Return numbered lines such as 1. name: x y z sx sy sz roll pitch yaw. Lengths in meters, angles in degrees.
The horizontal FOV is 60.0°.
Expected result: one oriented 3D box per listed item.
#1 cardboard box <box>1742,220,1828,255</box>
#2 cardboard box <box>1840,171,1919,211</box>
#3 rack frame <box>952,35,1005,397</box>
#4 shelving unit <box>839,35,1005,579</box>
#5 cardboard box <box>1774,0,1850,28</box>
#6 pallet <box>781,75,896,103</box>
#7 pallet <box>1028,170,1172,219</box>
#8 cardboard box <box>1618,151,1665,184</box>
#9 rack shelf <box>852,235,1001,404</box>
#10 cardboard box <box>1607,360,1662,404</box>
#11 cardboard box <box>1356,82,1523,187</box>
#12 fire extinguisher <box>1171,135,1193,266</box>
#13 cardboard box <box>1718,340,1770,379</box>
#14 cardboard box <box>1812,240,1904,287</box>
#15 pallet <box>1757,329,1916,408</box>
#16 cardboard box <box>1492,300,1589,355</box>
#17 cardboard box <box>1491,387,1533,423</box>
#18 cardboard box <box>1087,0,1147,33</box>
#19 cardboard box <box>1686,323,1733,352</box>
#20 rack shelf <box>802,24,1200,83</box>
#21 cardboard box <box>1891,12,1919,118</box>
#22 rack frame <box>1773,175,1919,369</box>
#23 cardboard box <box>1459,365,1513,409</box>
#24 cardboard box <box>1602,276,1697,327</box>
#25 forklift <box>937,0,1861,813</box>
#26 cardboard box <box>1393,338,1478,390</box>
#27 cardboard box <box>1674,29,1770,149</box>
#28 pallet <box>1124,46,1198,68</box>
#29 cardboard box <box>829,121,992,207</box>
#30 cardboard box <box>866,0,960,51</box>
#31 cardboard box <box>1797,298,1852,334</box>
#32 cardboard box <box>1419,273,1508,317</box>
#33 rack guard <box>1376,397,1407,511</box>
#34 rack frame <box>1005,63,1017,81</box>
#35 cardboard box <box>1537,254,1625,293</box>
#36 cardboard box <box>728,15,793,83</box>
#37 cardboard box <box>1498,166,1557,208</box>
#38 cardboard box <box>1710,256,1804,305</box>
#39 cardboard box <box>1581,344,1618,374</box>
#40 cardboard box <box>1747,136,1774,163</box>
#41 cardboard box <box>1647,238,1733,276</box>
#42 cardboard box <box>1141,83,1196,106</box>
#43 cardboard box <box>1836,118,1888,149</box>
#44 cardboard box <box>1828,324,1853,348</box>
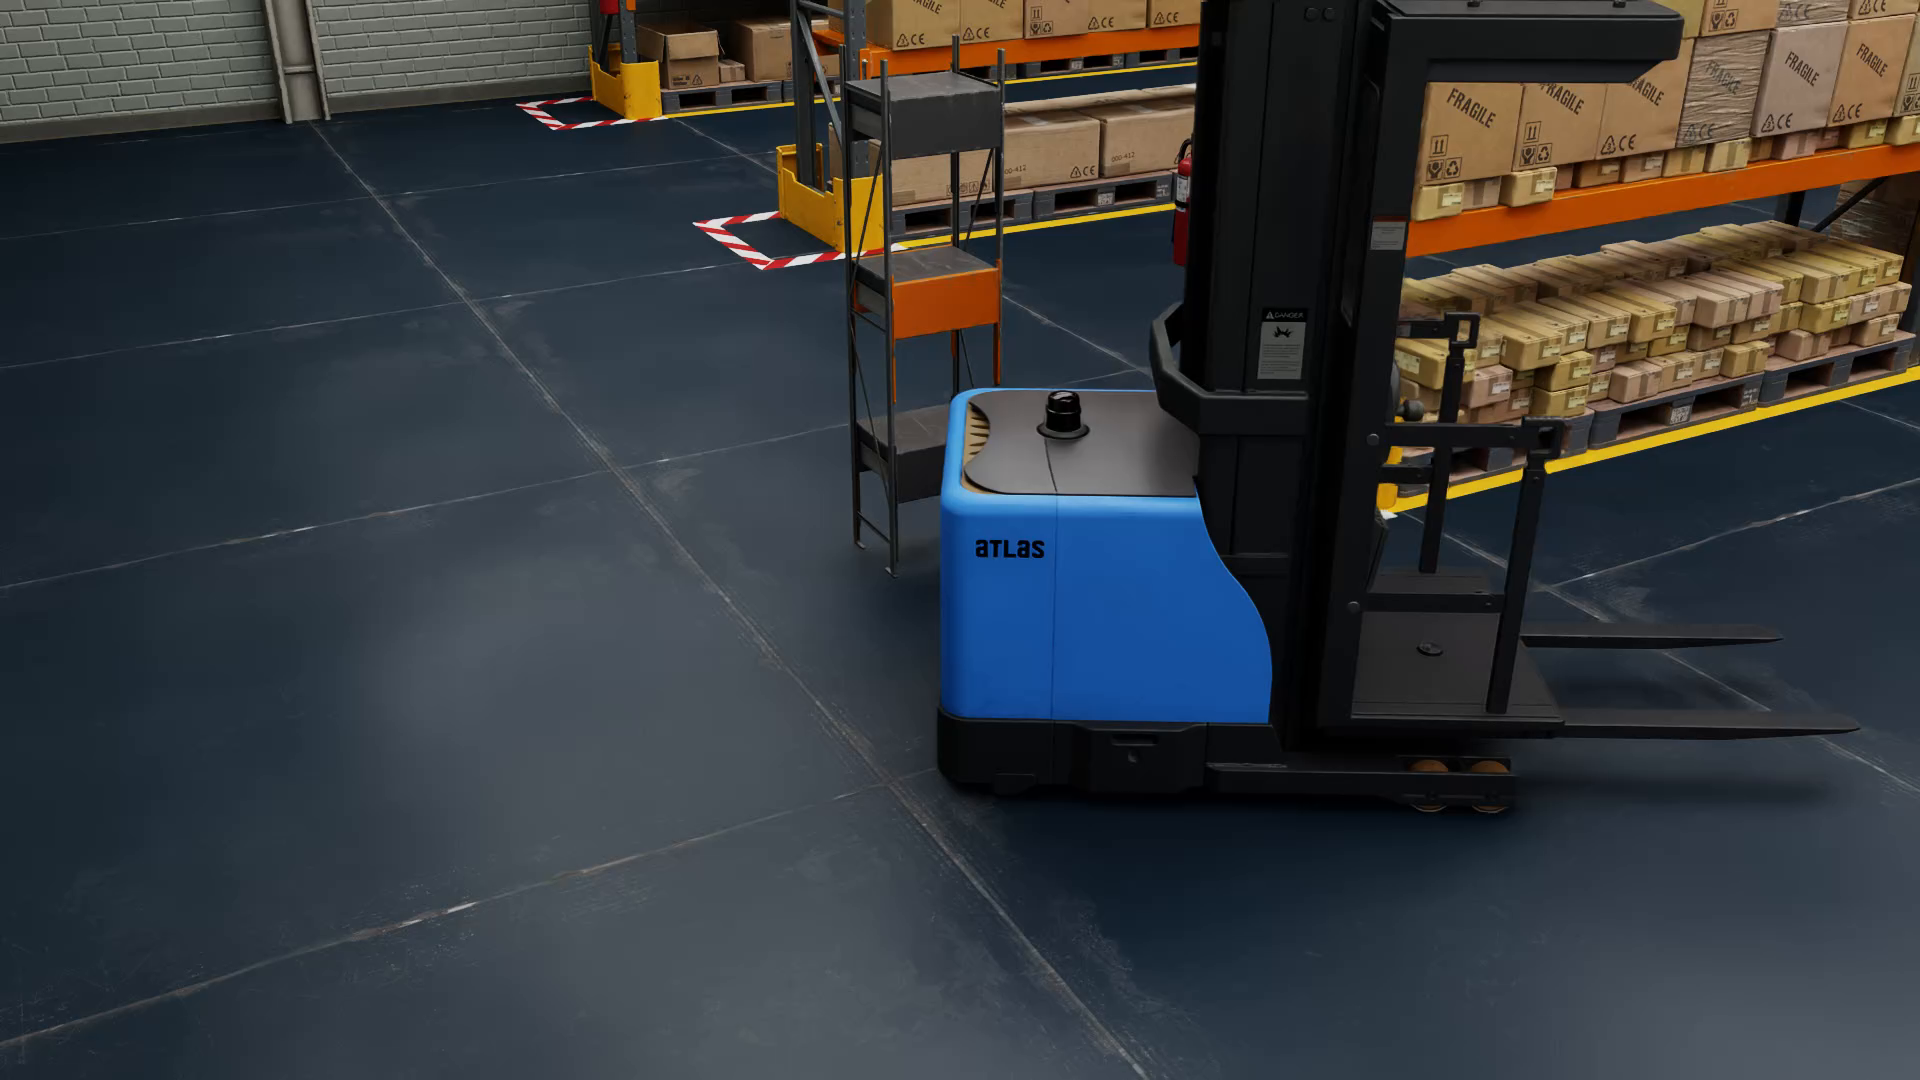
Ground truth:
1. cardboard box: 4.650 -1.681 9.406 0.250 0.149 0.380 -12 28 -23
2. cardboard box: 5.589 -2.148 9.795 0.500 0.250 0.500 -14 29 -26
3. rack frame: 0.069 -0.963 6.829 0.015 2.100 0.400 -13 29 -25
4. shelving unit: -0.146 -0.913 6.725 0.503 2.100 0.431 -13 29 -25
5. cardboard box: 3.852 -2.724 7.844 0.500 0.500 0.500 -12 28 -24
6. pallet: -1.391 -4.617 16.624 1.213 0.211 1.003 -13 29 -25
7. pallet: 0.847 -2.737 12.707 1.213 0.211 1.003 -13 29 -25
8. cardboard box: 3.075 -1.805 7.834 0.250 0.149 0.380 -14 29 -26
9. rack shelf: -0.146 -0.901 6.731 0.480 0.518 0.431 -13 29 -25
10. cardboard box: 3.261 -0.827 8.316 0.250 0.149 0.380 -15 29 -28
11. cardboard box: 2.048 -1.850 7.178 0.500 0.500 0.500 -12 28 -23
12. fire extinguisher: 1.082 -1.607 7.651 0.183 0.674 0.296 -13 29 -25
13. cardboard box: 3.952 -0.983 8.640 0.250 0.149 0.380 -13 29 -25
14. cardboard box: 4.860 -1.500 9.030 0.250 0.149 0.380 -12 28 -24
15. pallet: 4.475 -1.092 9.281 1.213 0.211 1.003 -13 29 -25
16. cardboard box: 2.793 -1.021 8.032 0.250 0.149 0.380 -15 29 -28
17. cardboard box: 2.543 -0.711 8.074 0.250 0.149 0.380 -13 28 -25
18. cardboard box: 0.986 -3.907 11.806 0.500 0.500 0.500 -12 28 -23
19. cardboard box: 3.733 -1.111 8.564 0.250 0.149 0.380 -14 29 -28
20. rack shelf: 0.868 -3.638 12.192 4.000 0.370 1.077 -13 29 -25
21. cardboard box: 4.757 -2.472 8.475 0.500 0.500 0.500 -13 29 -25
22. rack frame: 5.051 -2.500 8.990 0.127 3.000 1.000 -13 29 -25
23. cardboard box: 2.373 -0.766 7.845 0.250 0.149 0.380 -13 29 -25
24. cardboard box: 3.472 -1.198 8.400 0.250 0.149 0.380 -13 29 -25
25. forklift: 1.453 -0.669 5.257 3.031 2.935 1.130 1 26 2
26. cardboard box: 2.144 -0.834 7.643 0.250 0.149 0.380 -14 29 -27
27. cardboard box: 3.393 -2.170 7.844 0.500 0.500 0.500 -14 29 -26
28. pallet: 2.071 -5.438 18.332 1.213 0.211 1.003 -13 29 -25
29. cardboard box: -0.362 -2.762 12.011 0.875 0.438 0.875 -14 29 -27
30. cardboard box: -0.338 -3.588 11.142 0.500 0.500 0.500 -13 29 -25
31. cardboard box: 4.462 -1.231 8.813 0.250 0.149 0.380 -14 29 -27
32. cardboard box: 2.545 -1.221 8.448 0.250 0.149 0.380 -14 29 -27
33. rack guard: 1.589 -0.574 7.867 0.348 0.500 1.175 -13 29 -25
34. rack frame: 0.294 -6.264 16.832 0.127 3.000 1.000 -13 29 -25
35. cardboard box: 3.259 -1.372 8.764 0.250 0.149 0.380 -13 28 -25
36. cardboard box: -1.879 -4.760 16.101 0.500 0.500 0.700 -12 28 -23
37. cardboard box: 2.429 -1.614 7.437 0.250 0.149 0.380 -14 29 -27
38. cardboard box: 4.171 -1.356 8.731 0.250 0.149 0.380 -12 28 -23
39. cardboard box: 3.014 -0.951 8.230 0.250 0.149 0.380 -14 29 -28
40. cardboard box: 3.755 -1.972 8.181 0.250 0.149 0.380 -13 29 -26
41. cardboard box: 3.959 -1.515 9.062 0.250 0.149 0.380 -14 29 -26
42. cardboard box: 2.028 -3.317 13.168 0.875 0.438 0.875 -13 29 -26
43. cardboard box: 4.469 -2.113 8.476 0.250 0.149 0.380 -12 28 -23
44. cardboard box: 4.597 -1.173 9.036 0.250 0.149 0.380 -12 28 -24
